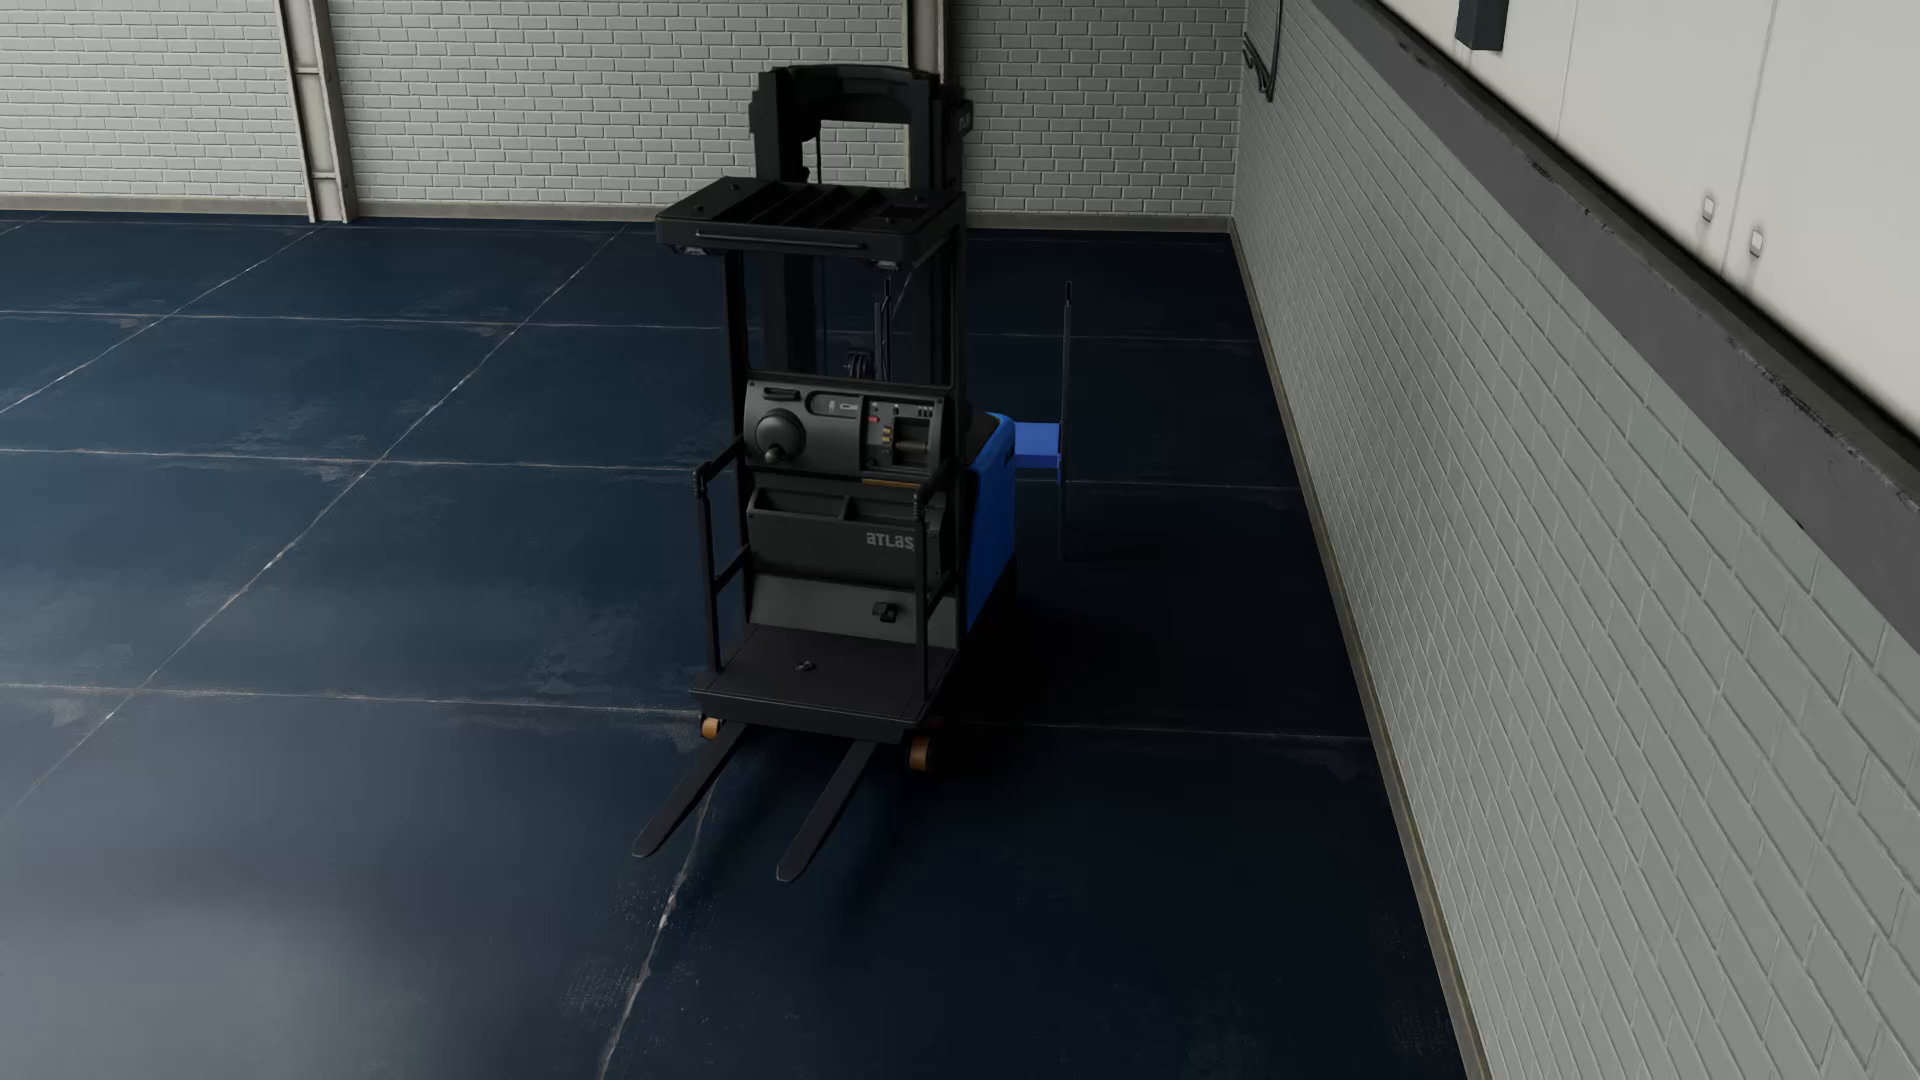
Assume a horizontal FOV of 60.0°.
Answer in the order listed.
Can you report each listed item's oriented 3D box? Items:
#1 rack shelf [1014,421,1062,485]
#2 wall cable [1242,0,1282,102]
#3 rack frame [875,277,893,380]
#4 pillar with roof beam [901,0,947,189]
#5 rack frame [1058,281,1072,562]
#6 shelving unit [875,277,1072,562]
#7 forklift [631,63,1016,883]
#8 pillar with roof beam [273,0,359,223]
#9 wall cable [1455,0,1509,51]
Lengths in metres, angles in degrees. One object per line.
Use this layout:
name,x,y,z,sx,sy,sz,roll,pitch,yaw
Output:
rack shelf,0.085,-0.515,9.506,1.000,0.185,0.538,2,25,4
wall cable,2.504,-5.085,13.751,0.112,2.526,3.097,2,25,4
rack frame,-0.422,-0.695,9.466,0.032,1.500,0.500,2,25,4
pillar with roof beam,-0.662,-5.347,10.605,0.400,9.000,9.100,2,25,4
rack frame,0.592,-0.662,9.395,0.032,1.500,0.500,2,25,4
shelving unit,0.085,-0.679,9.431,1.048,1.500,0.538,2,25,4
forklift,-0.575,-0.467,7.258,1.130,2.935,3.031,6,25,14
pillar with roof beam,-6.644,-5.539,11.023,0.400,9.000,9.100,2,25,4
wall cable,1.761,-4.085,3.793,0.169,6.003,2.305,2,25,4
